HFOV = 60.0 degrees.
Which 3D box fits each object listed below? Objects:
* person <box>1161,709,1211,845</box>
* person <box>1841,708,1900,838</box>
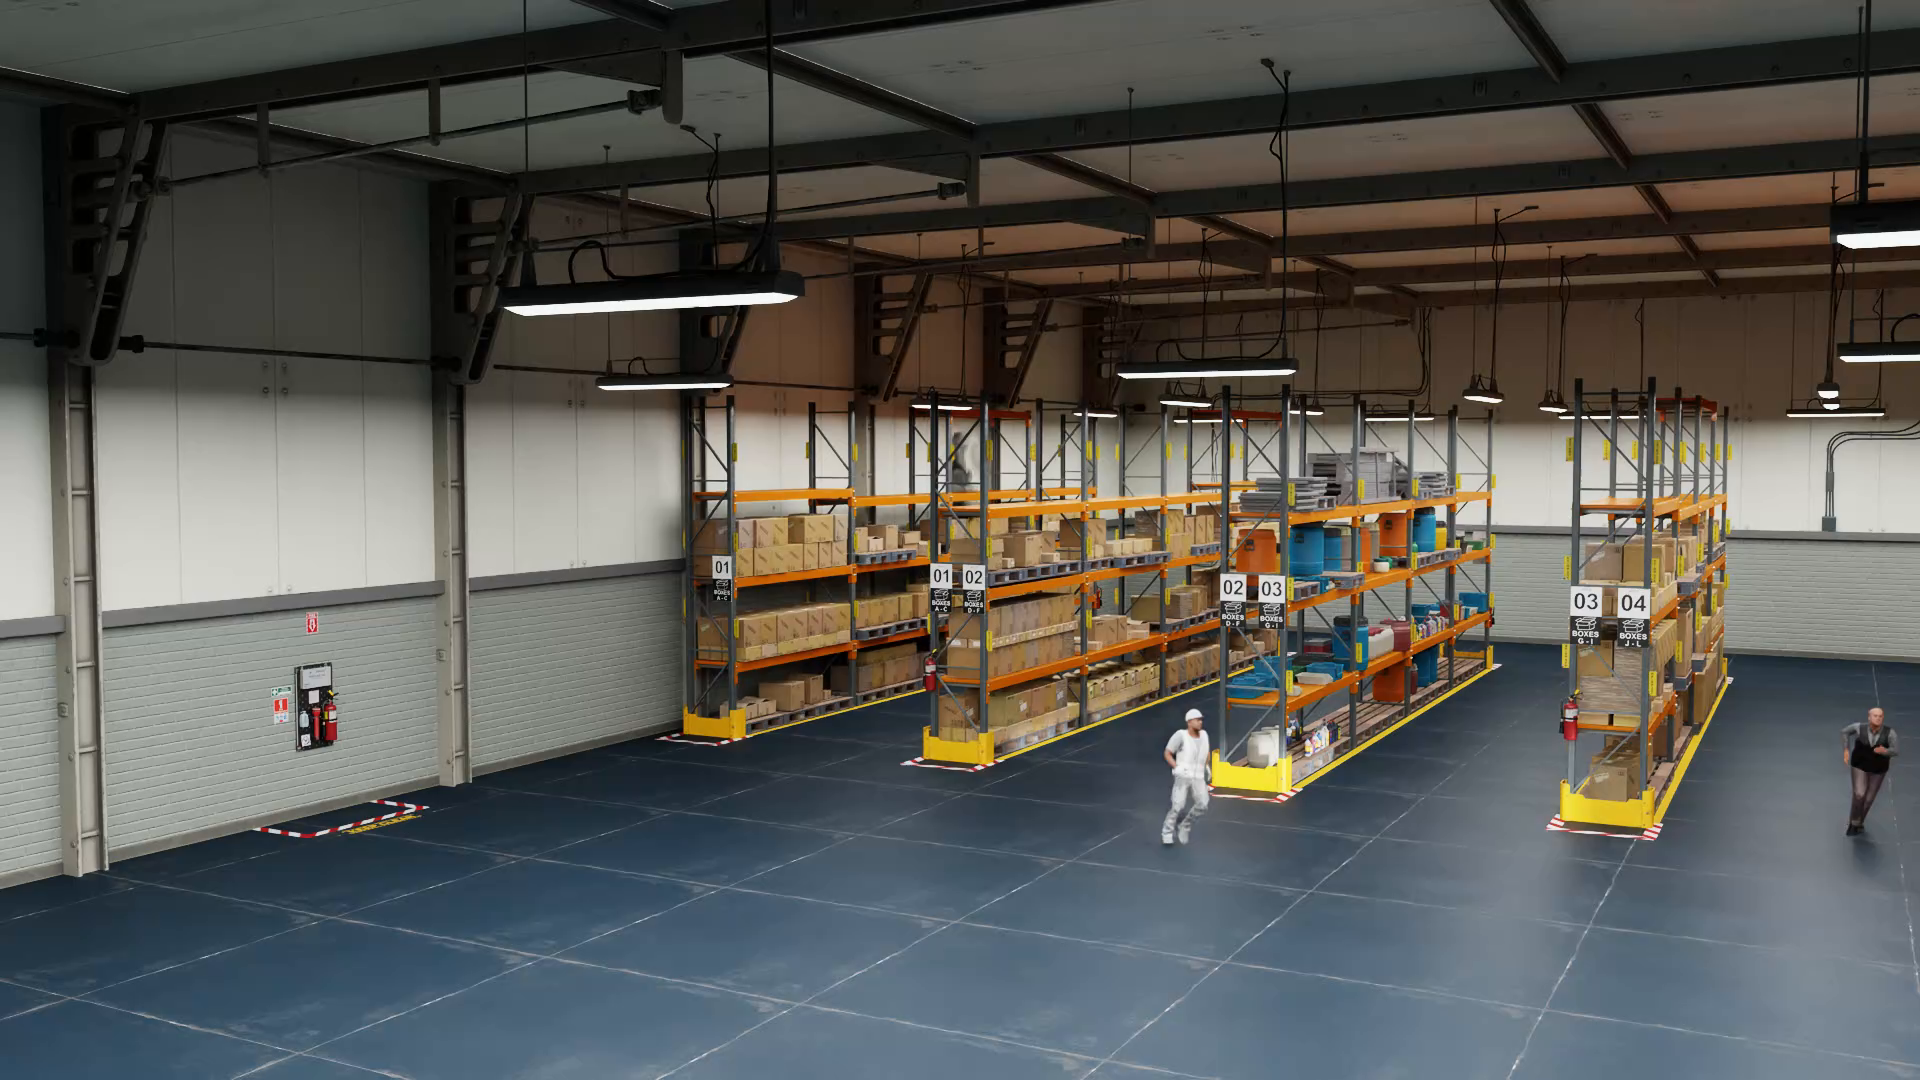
[{"bbox_3d":[2.950,3.014,21.158,0.744,1.717,0.582,-1,3,-23],"label":"person"},{"bbox_3d":[11.855,3.041,21.678,0.636,1.758,0.811,1,3,19],"label":"person"}]
